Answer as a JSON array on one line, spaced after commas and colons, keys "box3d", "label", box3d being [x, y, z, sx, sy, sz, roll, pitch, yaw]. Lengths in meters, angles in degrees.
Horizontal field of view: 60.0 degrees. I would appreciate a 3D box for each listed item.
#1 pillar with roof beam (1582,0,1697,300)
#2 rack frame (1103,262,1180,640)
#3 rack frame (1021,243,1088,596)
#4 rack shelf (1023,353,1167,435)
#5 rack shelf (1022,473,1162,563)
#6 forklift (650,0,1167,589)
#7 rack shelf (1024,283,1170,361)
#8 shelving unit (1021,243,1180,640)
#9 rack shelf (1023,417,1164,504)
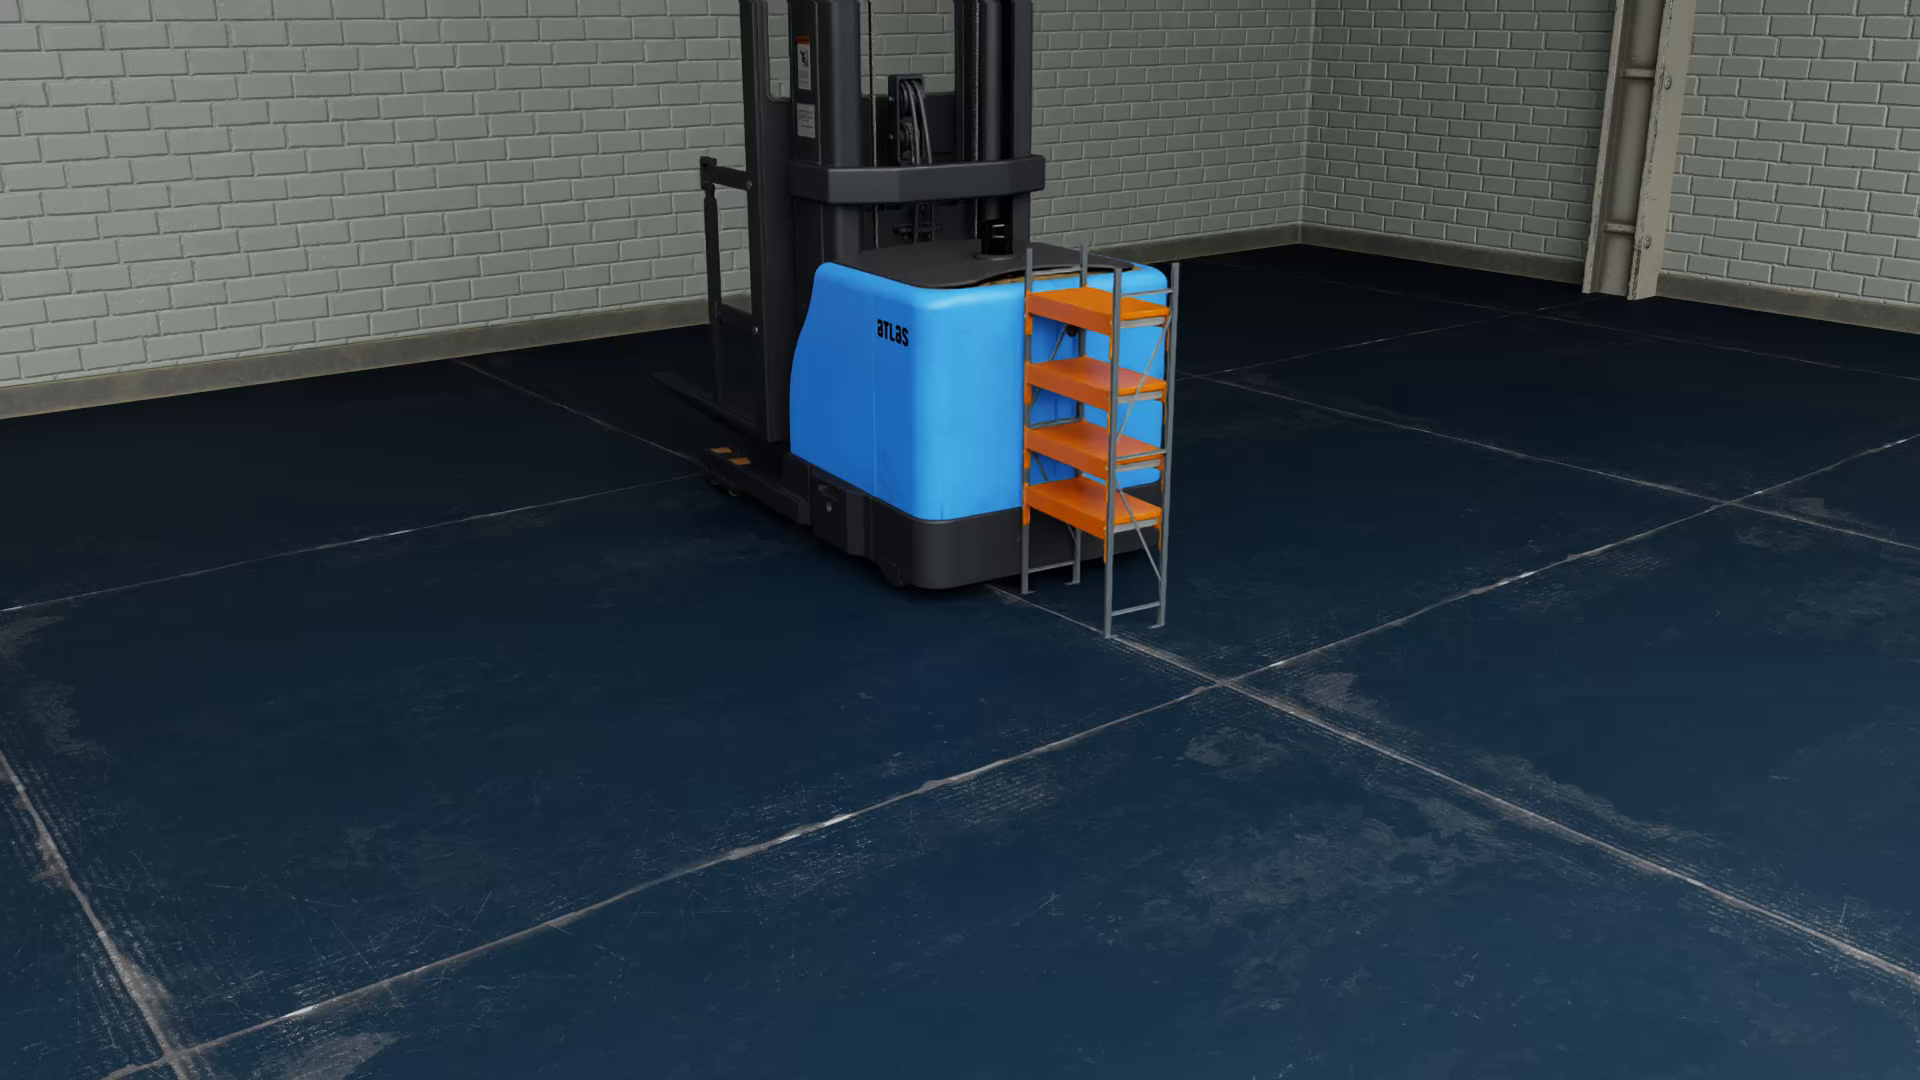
[{"box3d": [1.191, -5.137, 7.562, 9.100, 9.000, 0.400, -14, 23, -36], "label": "pillar with roof beam"}, {"box3d": [0.570, -0.266, 5.258, 0.240, 1.200, 0.015, -11, 21, -29], "label": "rack frame"}, {"box3d": [0.319, -0.398, 5.655, 0.240, 1.200, 0.015, -11, 21, -29], "label": "rack frame"}, {"box3d": [0.444, -0.480, 5.407, 0.258, 0.148, 0.480, -11, 21, -29], "label": "rack shelf"}, {"box3d": [0.444, -0.080, 5.540, 0.258, 0.148, 0.480, -11, 21, -29], "label": "rack shelf"}, {"box3d": [-0.446, -1.636, 6.641, 1.130, 2.935, 3.031, -11, 21, -29], "label": "forklift"}, {"box3d": [0.444, -0.705, 5.333, 0.258, 0.148, 0.480, -11, 21, -29], "label": "rack shelf"}, {"box3d": [0.444, -0.332, 5.456, 0.258, 1.200, 0.503, -11, 21, -29], "label": "shelving unit"}, {"box3d": [0.444, -0.268, 5.478, 0.258, 0.148, 0.480, -11, 21, -29], "label": "rack shelf"}]
